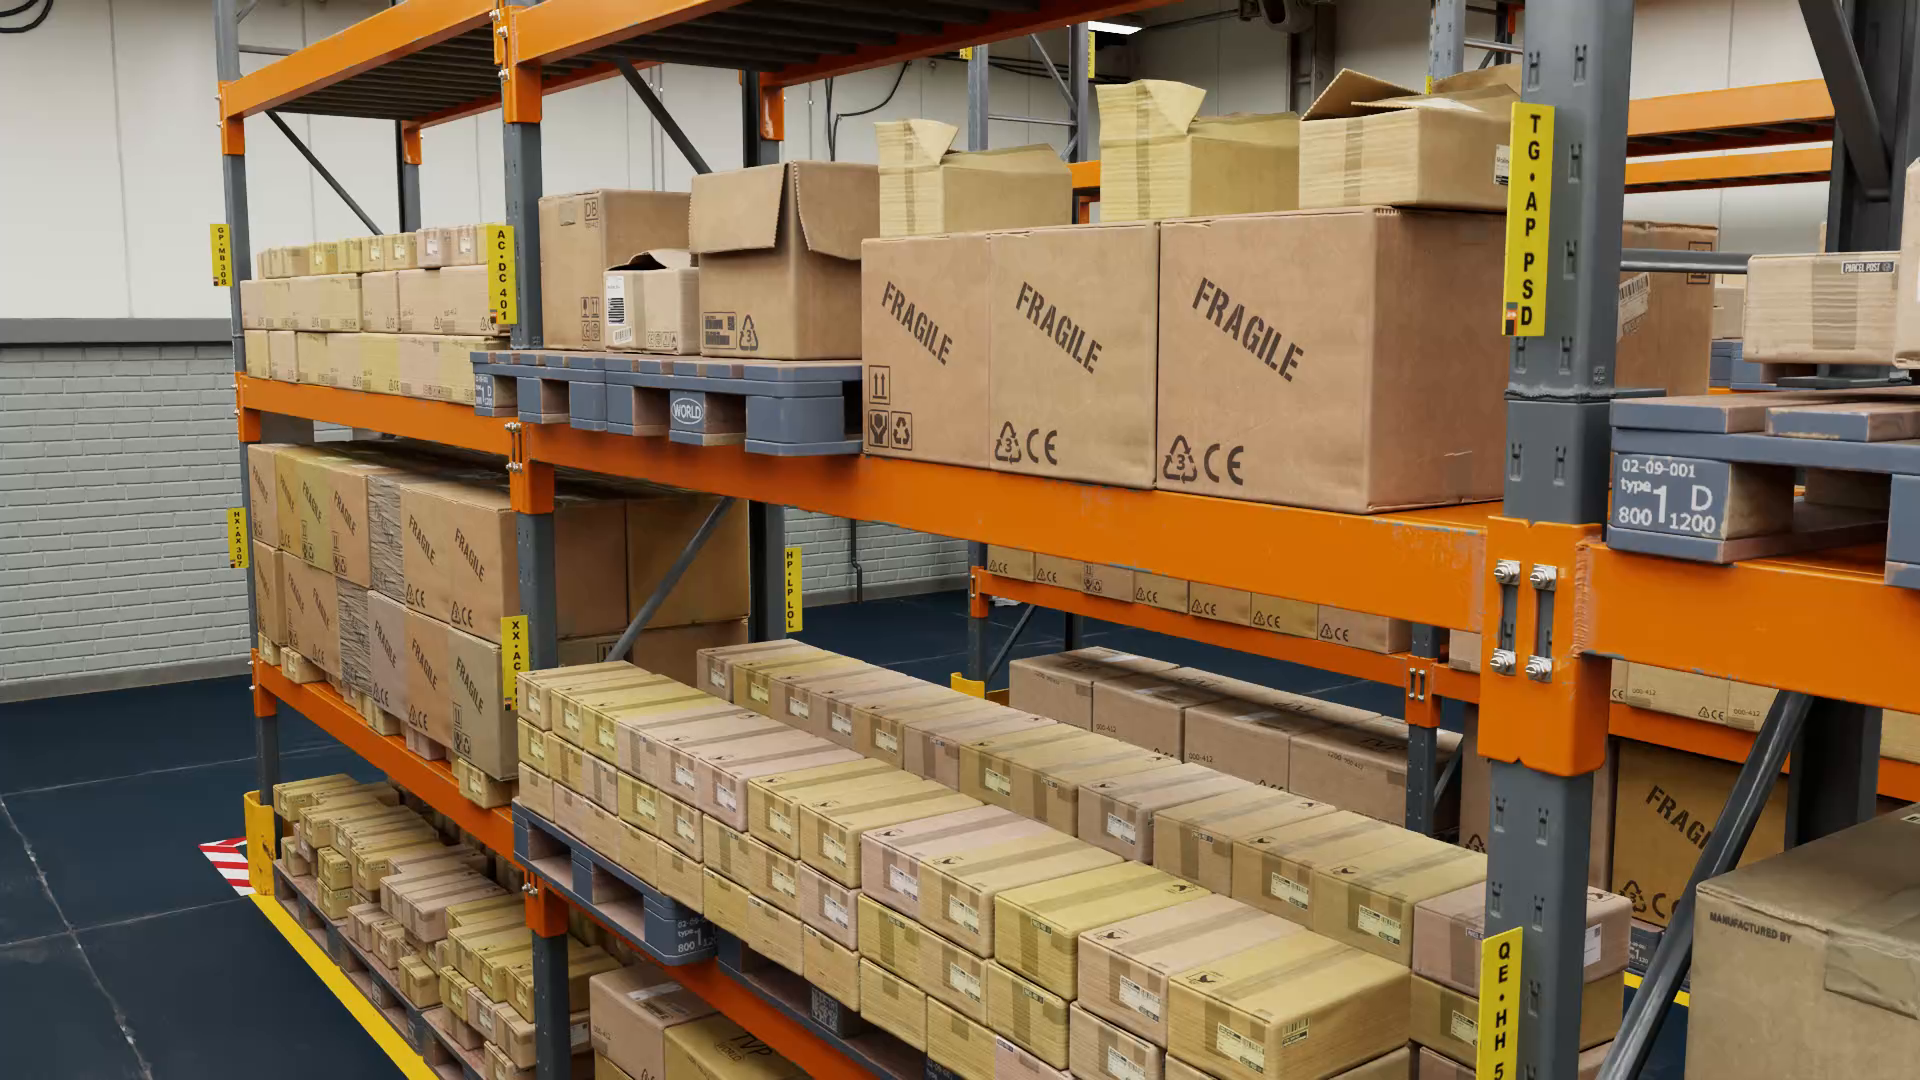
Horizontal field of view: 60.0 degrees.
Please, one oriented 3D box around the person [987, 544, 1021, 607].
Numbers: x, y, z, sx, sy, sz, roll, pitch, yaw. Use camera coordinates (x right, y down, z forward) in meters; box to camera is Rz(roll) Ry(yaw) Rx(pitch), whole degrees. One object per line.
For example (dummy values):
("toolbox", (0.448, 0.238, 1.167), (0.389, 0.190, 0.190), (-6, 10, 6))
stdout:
("person", (0.379, -0.178, 18.045), (0.459, 1.761, 0.627), (-6, 10, -36))
